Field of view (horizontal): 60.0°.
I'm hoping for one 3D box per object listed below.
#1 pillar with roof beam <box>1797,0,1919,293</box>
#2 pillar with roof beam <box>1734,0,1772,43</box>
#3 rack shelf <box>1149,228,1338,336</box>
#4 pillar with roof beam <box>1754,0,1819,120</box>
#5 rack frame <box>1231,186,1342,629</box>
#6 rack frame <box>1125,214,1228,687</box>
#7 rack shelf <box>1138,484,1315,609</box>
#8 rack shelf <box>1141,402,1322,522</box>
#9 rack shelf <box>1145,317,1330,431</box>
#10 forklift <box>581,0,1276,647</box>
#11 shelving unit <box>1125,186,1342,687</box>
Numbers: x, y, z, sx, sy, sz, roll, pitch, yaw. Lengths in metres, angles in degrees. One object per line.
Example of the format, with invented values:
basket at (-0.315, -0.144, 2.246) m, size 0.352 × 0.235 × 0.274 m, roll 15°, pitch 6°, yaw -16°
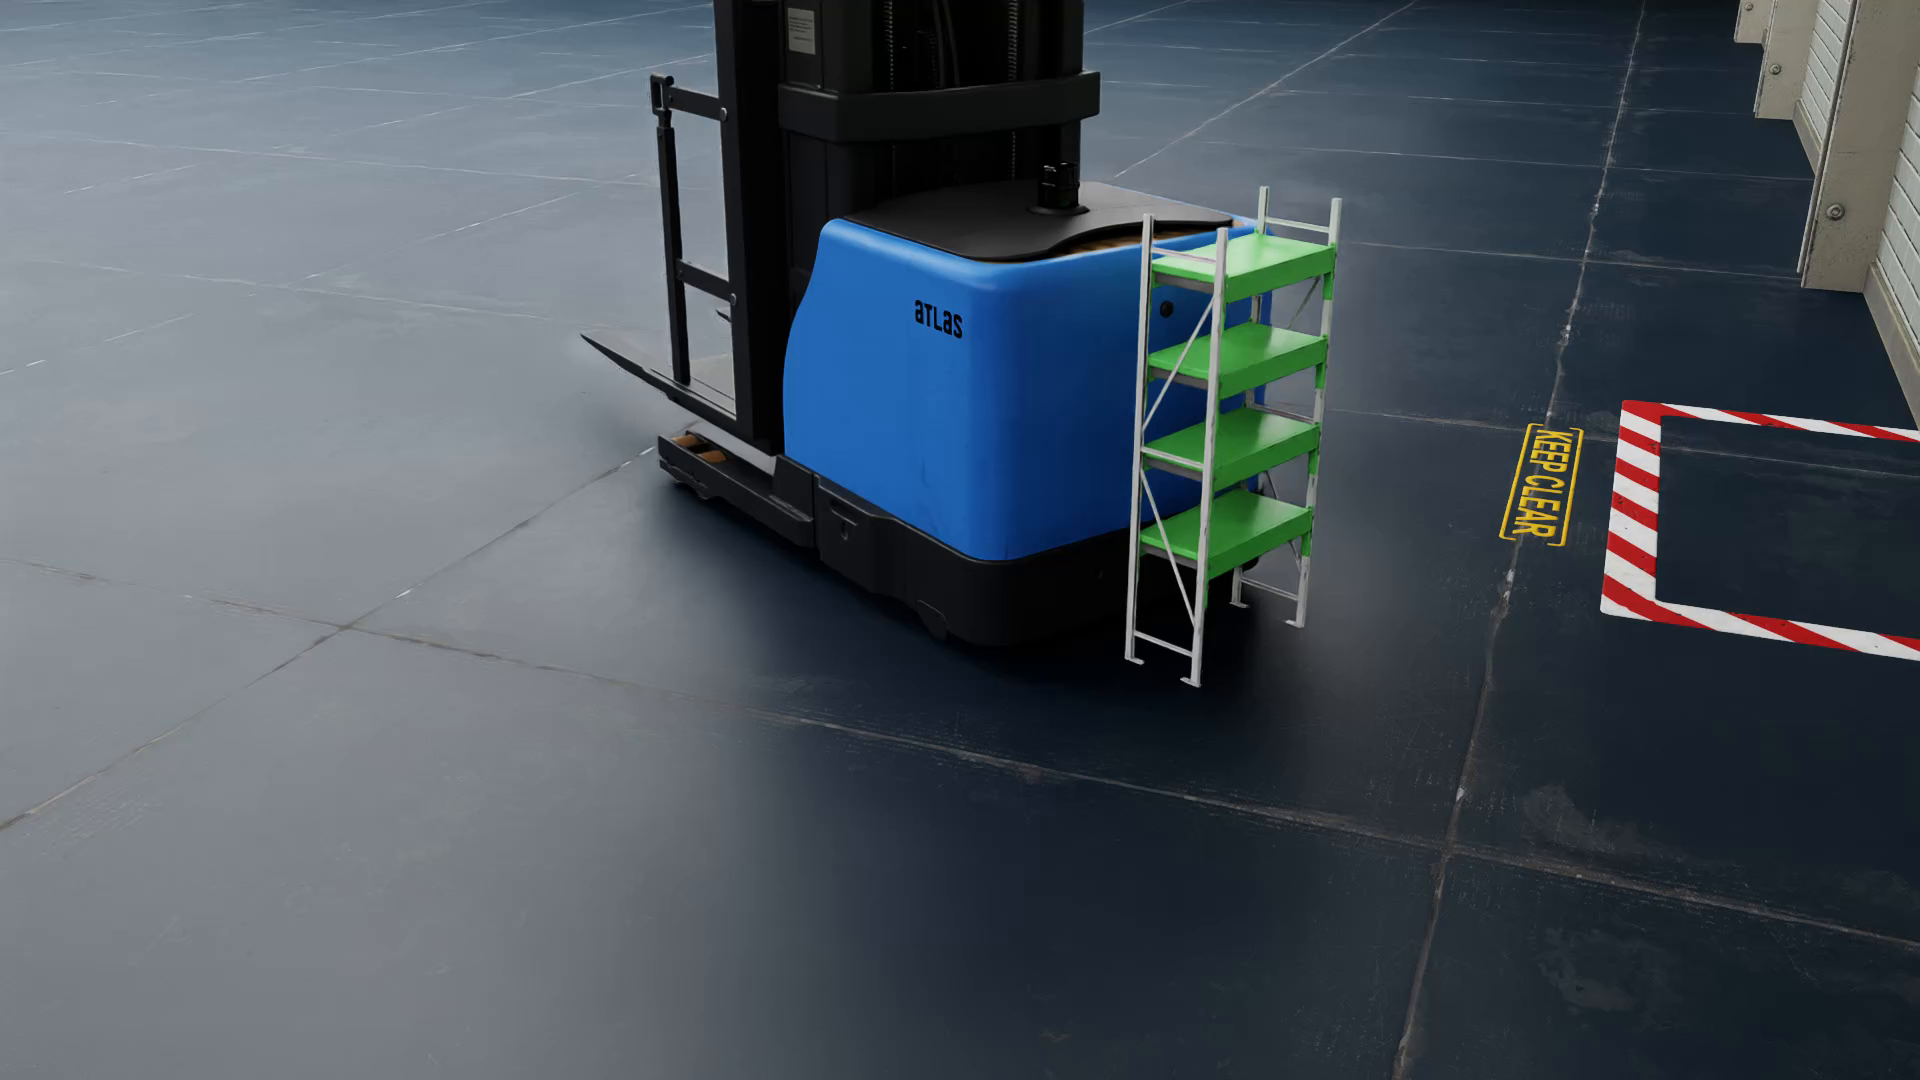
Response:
pillar with roof beam at (0.395, -6.070, 8.106) m, size 9.100 × 9.000 × 0.400 m, roll 9°, pitch 24°, yaw 20°
pillar with roof beam at (4.853, -10.364, 18.387) m, size 9.100 × 9.000 × 0.400 m, roll 9°, pitch 24°, yaw 20°
rack shelf at (0.705, -0.656, 4.183) m, size 0.258 × 0.148 × 0.480 m, roll 20°, pitch 30°, yaw 40°
pillar with roof beam at (2.624, -8.217, 13.246) m, size 9.100 × 9.000 × 0.400 m, roll 9°, pitch 24°, yaw 20°
rack frame at (0.875, -0.339, 4.505) m, size 0.240 × 1.200 × 0.015 m, roll 20°, pitch 30°, yaw 40°
rack frame at (0.535, -0.204, 4.181) m, size 0.240 × 1.200 × 0.015 m, roll 20°, pitch 30°, yaw 40°
rack shelf at (0.705, 0.009, 4.460) m, size 0.258 × 0.148 × 0.480 m, roll 20°, pitch 30°, yaw 40°
rack shelf at (0.705, -0.213, 4.368) m, size 0.258 × 0.148 × 0.480 m, roll 20°, pitch 30°, yaw 40°
rack shelf at (0.705, -0.434, 4.275) m, size 0.258 × 0.148 × 0.480 m, roll 20°, pitch 30°, yaw 40°
forklift at (-0.377, -1.581, 5.231) m, size 1.130 × 2.935 × 3.031 m, roll -15°, pitch 27°, yaw -32°
shelving unit at (0.705, -0.272, 4.343) m, size 0.258 × 1.200 × 0.503 m, roll 20°, pitch 30°, yaw 40°
